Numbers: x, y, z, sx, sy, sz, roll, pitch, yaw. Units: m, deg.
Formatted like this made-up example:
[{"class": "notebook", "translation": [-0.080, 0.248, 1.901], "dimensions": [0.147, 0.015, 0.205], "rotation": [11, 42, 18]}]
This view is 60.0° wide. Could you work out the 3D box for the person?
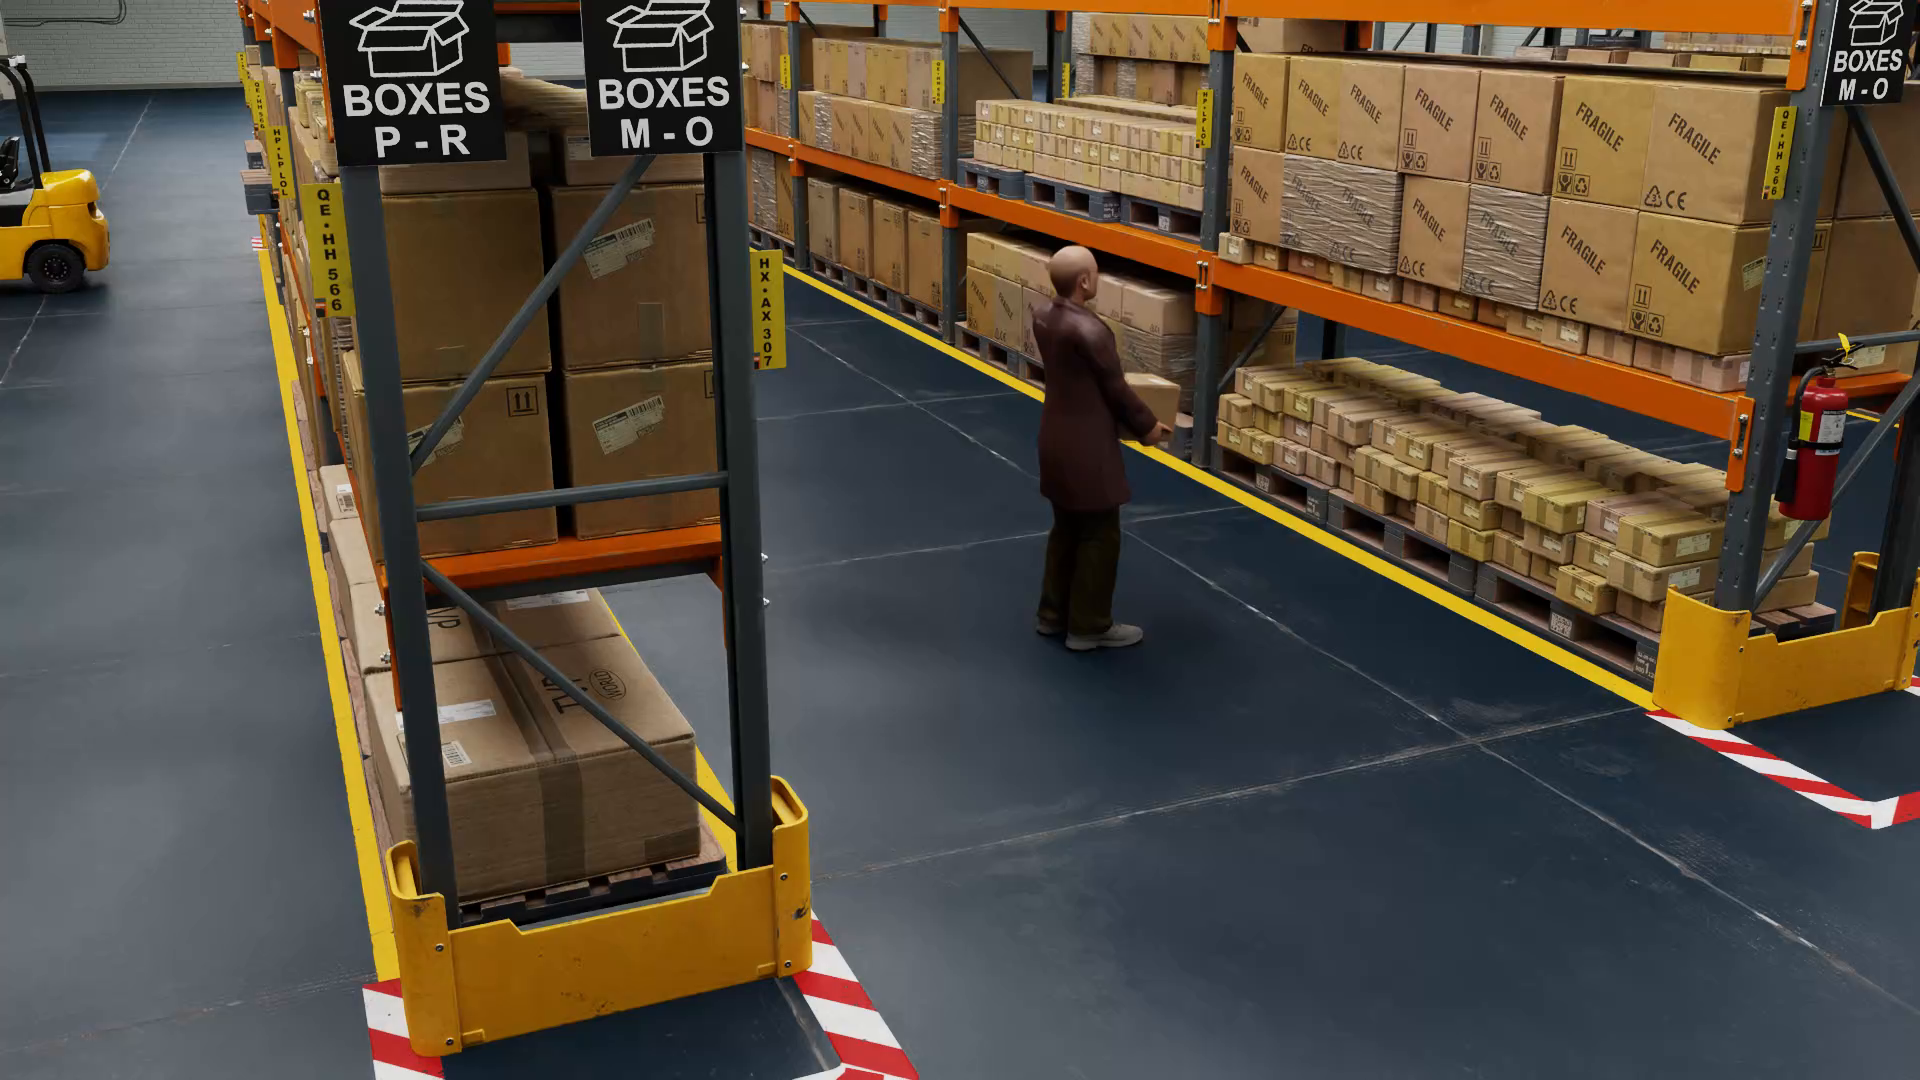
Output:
[{"class": "person", "translation": [0.620, -0.409, 7.309], "dimensions": [0.551, 1.778, 0.521], "rotation": [-8, 20, -22]}]
